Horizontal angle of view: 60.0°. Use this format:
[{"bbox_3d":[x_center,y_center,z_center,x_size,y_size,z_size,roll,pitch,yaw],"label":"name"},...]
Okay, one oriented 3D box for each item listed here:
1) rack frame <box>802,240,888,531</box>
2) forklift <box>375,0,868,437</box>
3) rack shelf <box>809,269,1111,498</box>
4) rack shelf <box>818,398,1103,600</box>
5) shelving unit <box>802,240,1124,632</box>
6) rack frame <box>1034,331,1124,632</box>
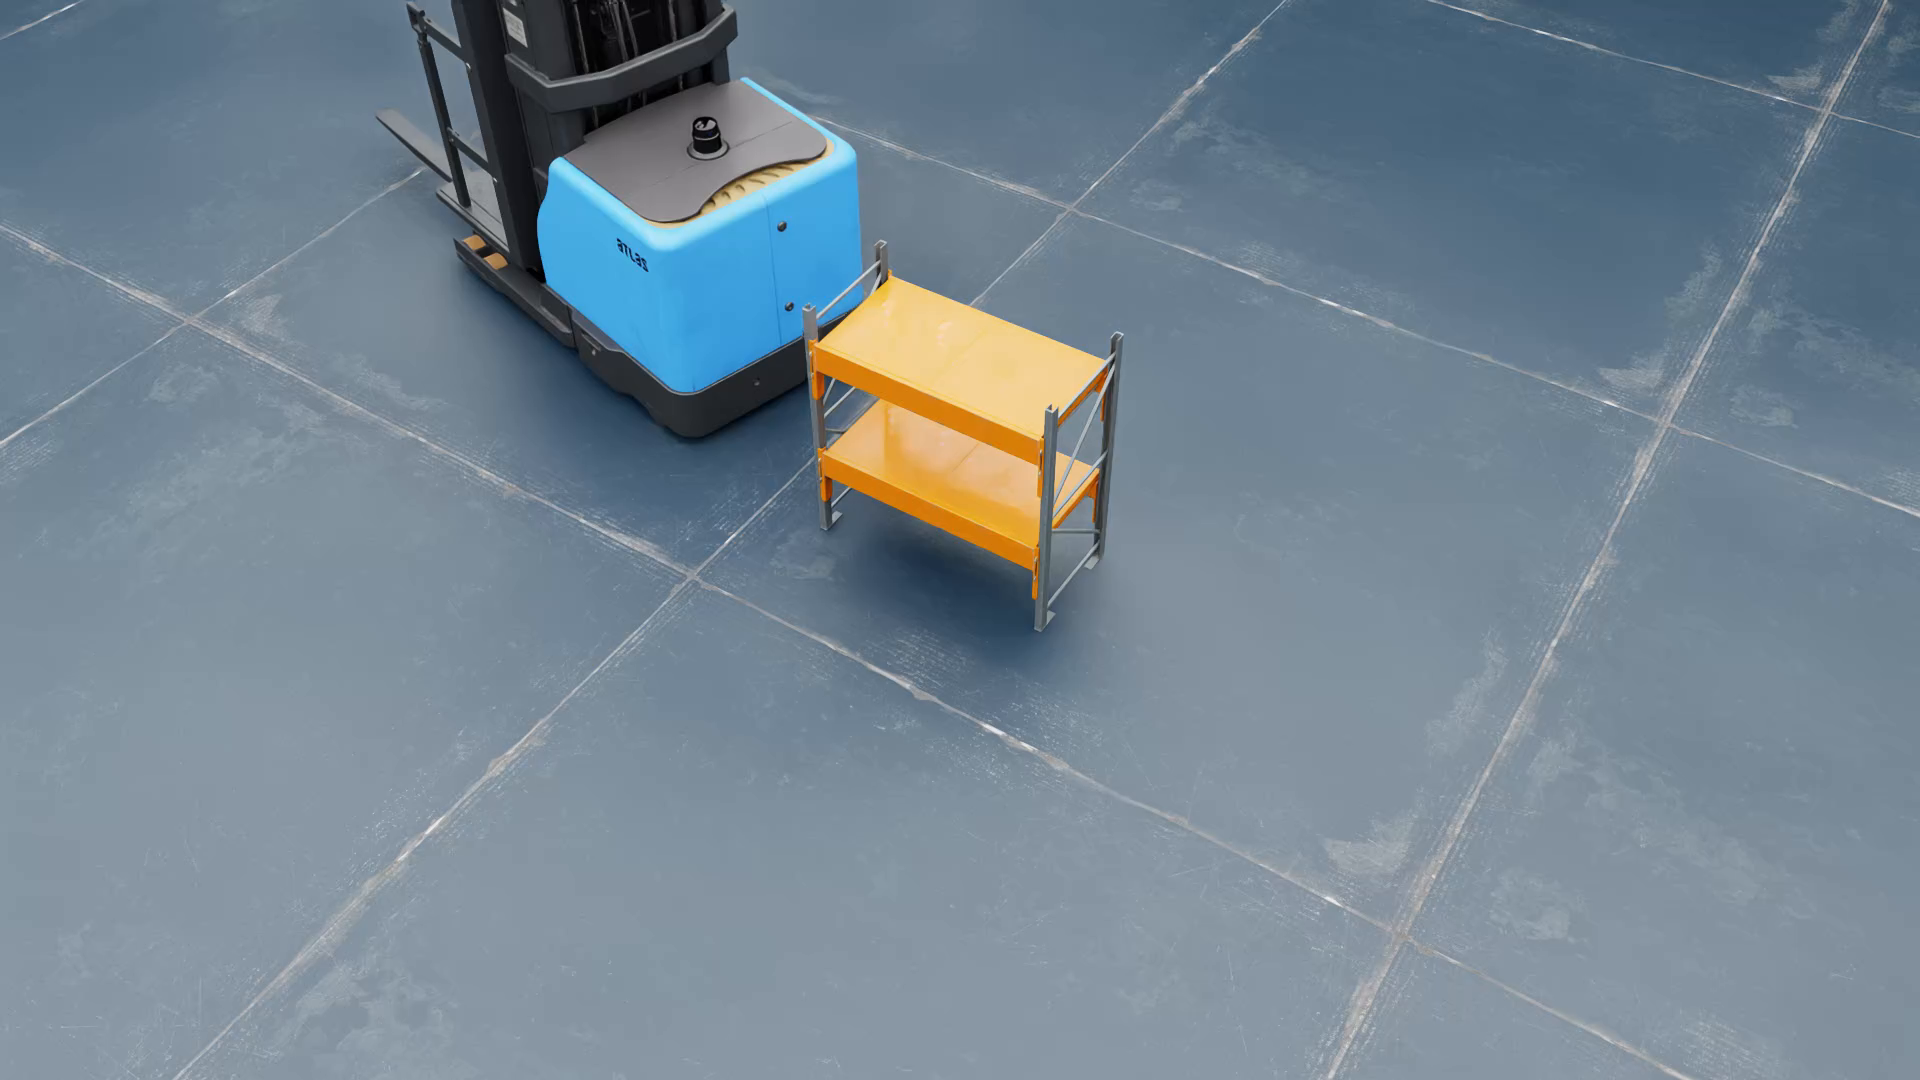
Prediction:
[{"bbox_3d":[-0.422,-0.586,6.535,0.032,1.125,0.500,25,51,22],"label":"rack frame"},{"bbox_3d":[-1.768,-2.435,7.072,1.130,2.935,3.031,-33,54,-28],"label":"forklift"},{"bbox_3d":[0.006,-0.593,6.134,1.000,0.278,0.538,25,51,22],"label":"rack shelf"},{"bbox_3d":[0.006,-0.219,6.519,1.000,0.278,0.538,25,51,22],"label":"rack shelf"},{"bbox_3d":[0.006,-0.389,6.344,1.048,1.125,0.538,25,51,22],"label":"shelving unit"},{"bbox_3d":[0.434,-0.193,6.153,0.032,1.125,0.500,25,51,22],"label":"rack frame"}]
